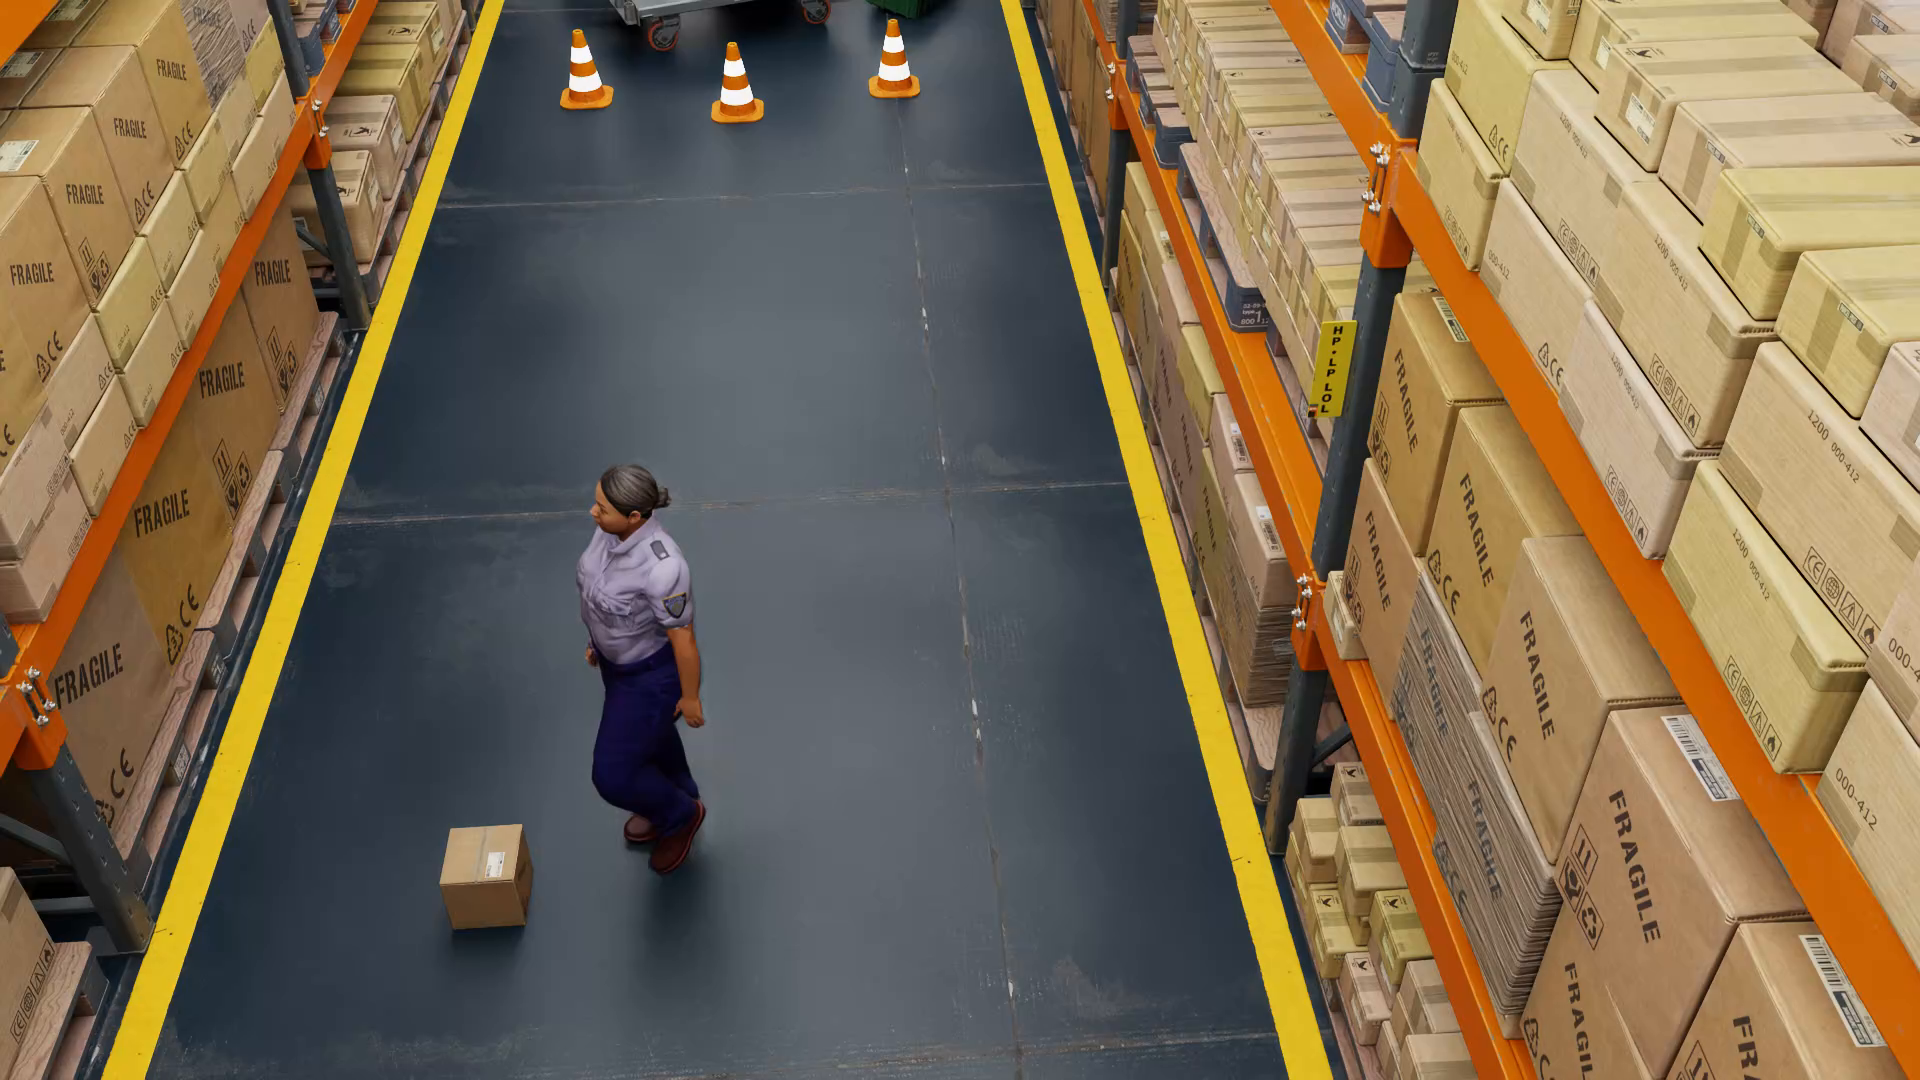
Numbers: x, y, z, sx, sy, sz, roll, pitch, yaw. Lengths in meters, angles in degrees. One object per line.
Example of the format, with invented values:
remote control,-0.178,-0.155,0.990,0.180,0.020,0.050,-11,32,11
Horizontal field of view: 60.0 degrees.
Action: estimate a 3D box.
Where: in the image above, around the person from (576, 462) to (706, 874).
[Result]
person,-1.117,0.442,5.617,0.452,1.666,0.528,-19,43,-22
